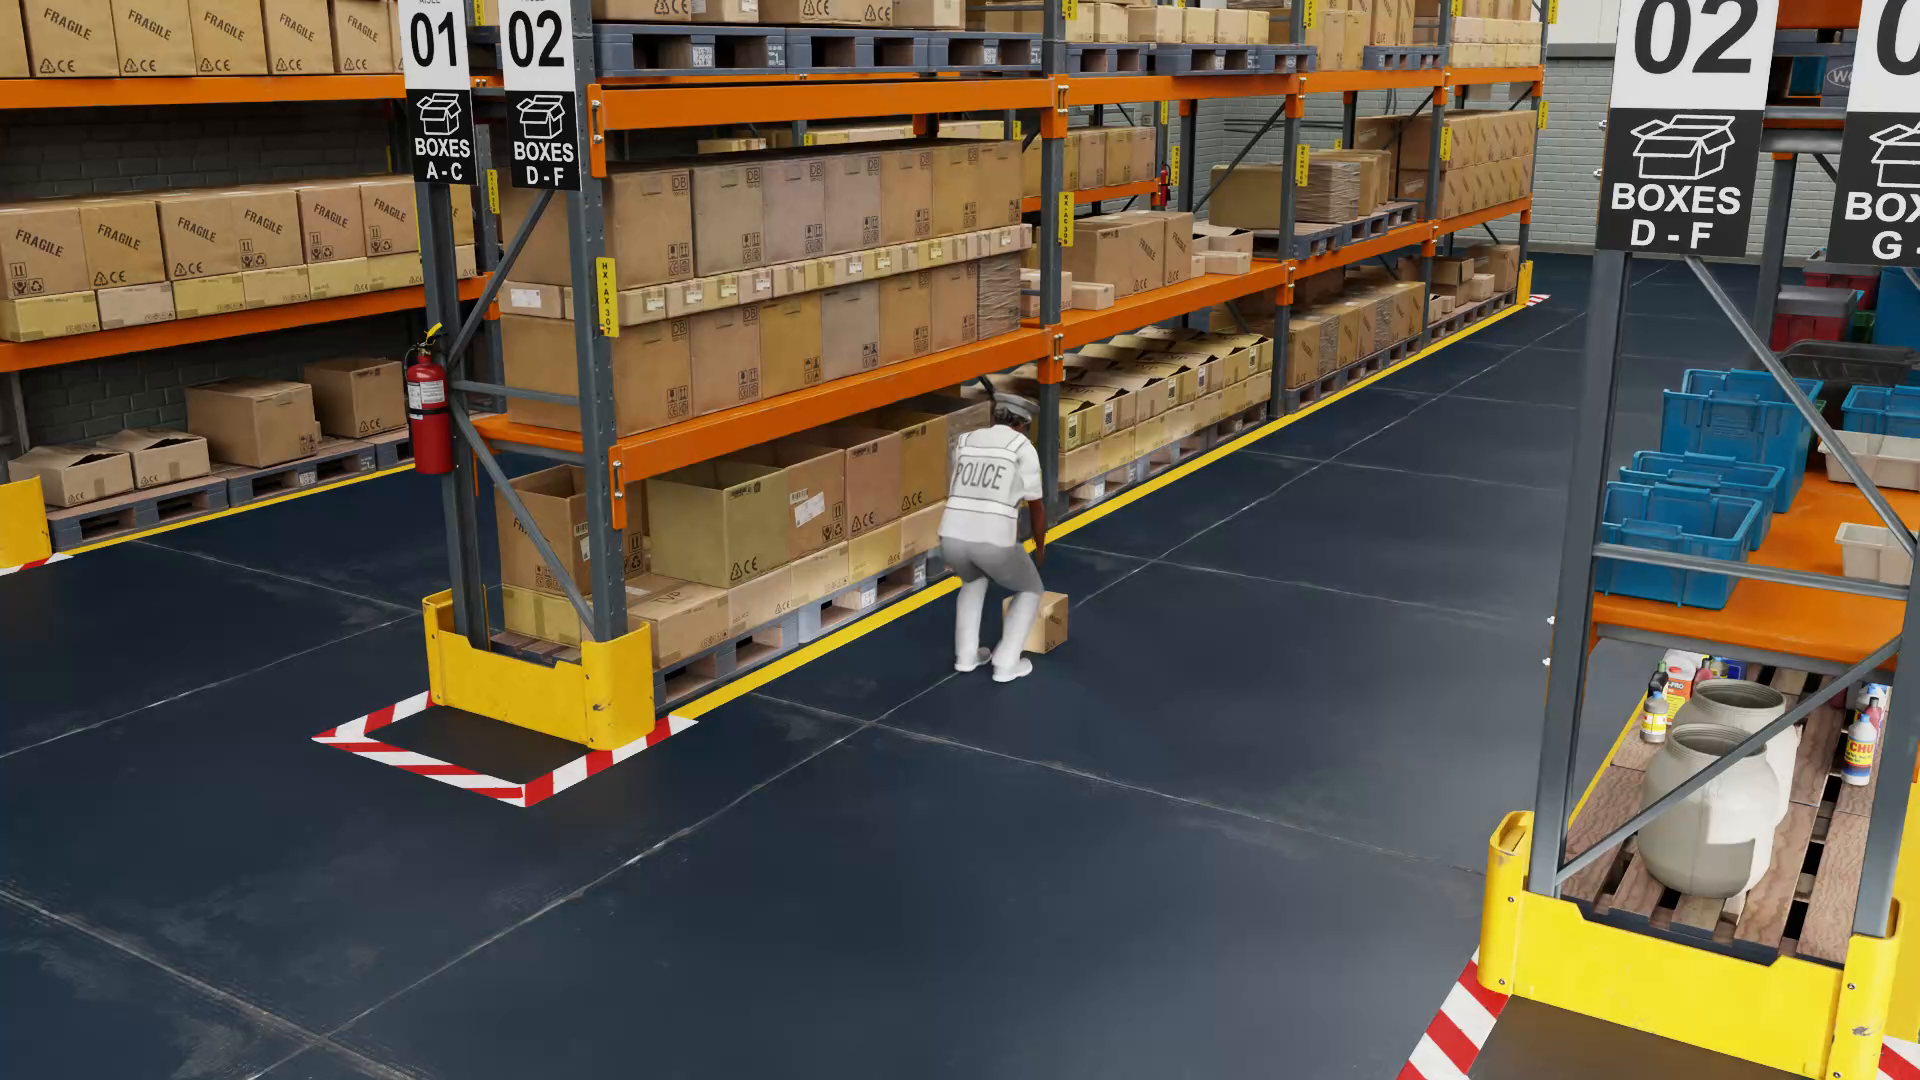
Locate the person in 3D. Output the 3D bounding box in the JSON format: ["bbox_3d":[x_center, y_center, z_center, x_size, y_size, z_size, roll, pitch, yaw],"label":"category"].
[{"bbox_3d":[0.166,0.044,8.191,0.499,1.218,0.792,9,19,29],"label":"person"}]
